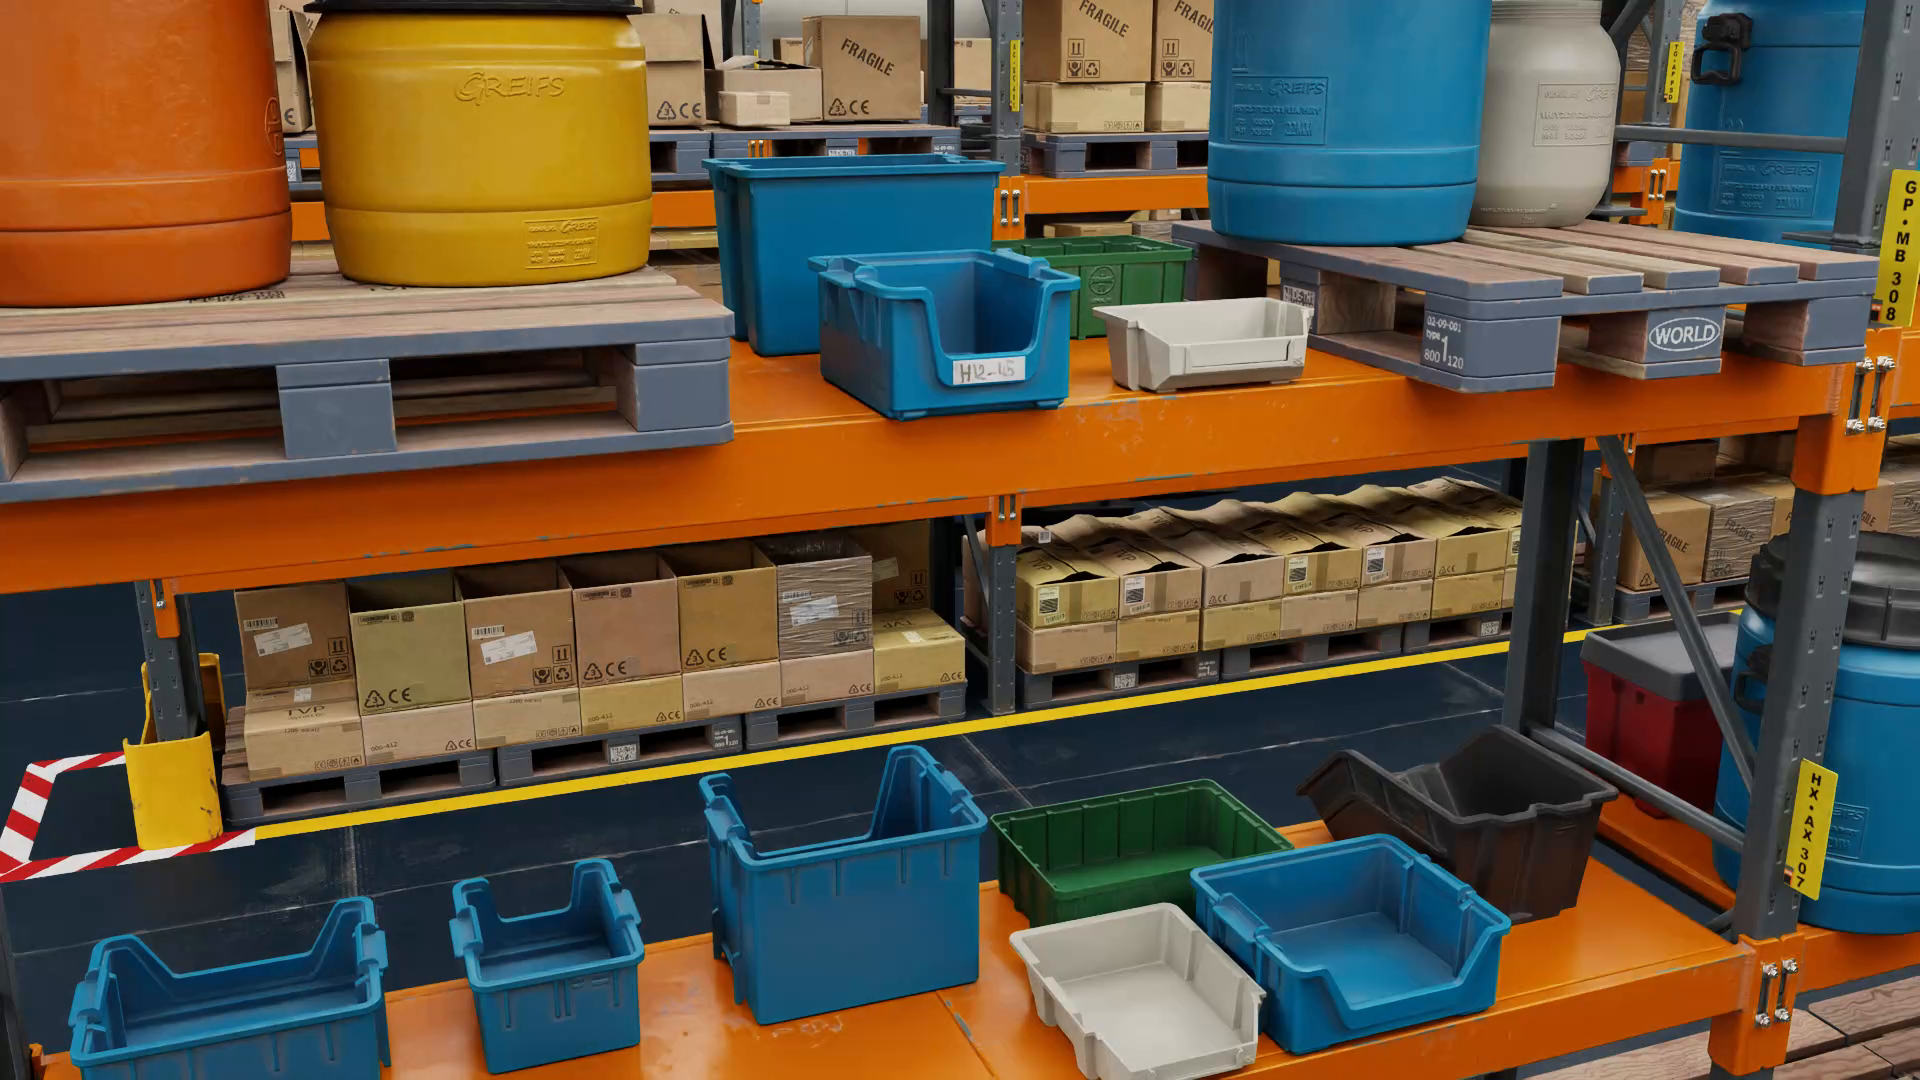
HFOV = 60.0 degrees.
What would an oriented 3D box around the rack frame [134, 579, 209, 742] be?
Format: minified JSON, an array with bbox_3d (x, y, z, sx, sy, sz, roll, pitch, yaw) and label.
[{"bbox_3d":[-3.675,-0.227,7.546,0.127,3.000,1.000,-6,17,-20],"label":"rack frame"}]

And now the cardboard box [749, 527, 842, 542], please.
[{"bbox_3d":[-0.949,0.145,9.085,0.500,0.500,0.500,-6,17,-20],"label":"cardboard box"}]

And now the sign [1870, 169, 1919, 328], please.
[{"bbox_3d":[2.016,-0.624,3.559,0.005,0.325,0.100,-6,17,-20],"label":"sign"}]

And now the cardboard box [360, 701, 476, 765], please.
[{"bbox_3d":[-2.629,0.844,8.034,0.500,0.250,0.500,-6,17,-20],"label":"cardboard box"}]

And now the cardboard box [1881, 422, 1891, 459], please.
[{"bbox_3d":[6.058,-0.722,11.559,0.500,0.250,0.500,-6,17,-20],"label":"cardboard box"}]

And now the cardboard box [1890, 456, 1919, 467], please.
[{"bbox_3d":[6.708,-0.275,11.368,0.500,0.500,0.500,-6,17,-20],"label":"cardboard box"}]

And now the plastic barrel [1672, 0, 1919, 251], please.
[{"bbox_3d":[2.227,-1.114,4.356,0.708,0.901,0.600,-6,17,-20],"label":"plastic barrel"}]

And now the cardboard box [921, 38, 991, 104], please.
[{"bbox_3d":[-0.025,-3.780,13.400,0.500,0.500,0.500,-7,18,-22],"label":"cardboard box"}]

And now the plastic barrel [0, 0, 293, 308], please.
[{"bbox_3d":[-1.497,-0.852,2.845,0.708,0.830,0.600,-6,17,-20],"label":"plastic barrel"}]

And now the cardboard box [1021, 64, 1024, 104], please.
[{"bbox_3d":[0.776,-3.728,13.928,0.637,0.503,0.797,-4,17,-12],"label":"cardboard box"}]

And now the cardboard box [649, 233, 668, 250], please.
[{"bbox_3d":[-2.510,-2.049,12.653,0.500,0.500,0.500,-6,17,-20],"label":"cardboard box"}]

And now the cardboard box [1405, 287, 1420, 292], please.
[{"bbox_3d":[4.086,-2.380,15.288,0.250,0.149,0.380,-6,17,-18],"label":"cardboard box"}]

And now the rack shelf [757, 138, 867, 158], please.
[{"bbox_3d":[0.152,-3.228,13.722,4.000,0.370,1.077,-6,17,-20],"label":"rack shelf"}]

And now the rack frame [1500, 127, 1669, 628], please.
[{"bbox_3d":[3.796,-1.033,10.293,0.127,3.000,1.000,-6,17,-20],"label":"rack frame"}]

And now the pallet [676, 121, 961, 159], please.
[{"bbox_3d":[-0.727,-1.934,8.193,1.213,0.211,1.003,-6,17,-20],"label":"pallet"}]

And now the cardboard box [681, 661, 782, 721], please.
[{"bbox_3d":[-1.226,0.694,8.545,0.500,0.250,0.500,-6,17,-20],"label":"cardboard box"}]

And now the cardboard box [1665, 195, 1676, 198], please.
[{"bbox_3d":[7.627,-3.082,16.737,0.700,0.700,0.980,-7,18,-23],"label":"cardboard box"}]

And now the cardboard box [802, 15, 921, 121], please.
[{"bbox_3d":[-0.504,-2.404,8.467,0.500,0.500,0.500,-5,17,-16],"label":"cardboard box"}]

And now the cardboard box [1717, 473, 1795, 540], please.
[{"bbox_3d":[5.280,-0.119,10.836,0.500,0.500,0.500,-6,18,-21],"label":"cardboard box"}]

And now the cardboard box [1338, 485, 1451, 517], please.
[{"bbox_3d":[2.714,-0.154,10.437,0.500,0.311,0.500,-7,18,-21],"label":"cardboard box"}]

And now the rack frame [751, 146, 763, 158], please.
[{"bbox_3d":[-1.715,-1.933,13.356,0.127,3.000,1.000,-6,17,-20],"label":"rack frame"}]

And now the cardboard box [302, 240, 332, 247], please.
[{"bbox_3d":[-4.613,-1.979,12.412,0.500,0.500,0.500,-6,17,-19],"label":"cardboard box"}]

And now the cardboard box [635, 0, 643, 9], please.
[{"bbox_3d":[-2.597,-3.729,12.162,0.500,0.500,0.500,-5,17,-17],"label":"cardboard box"}]

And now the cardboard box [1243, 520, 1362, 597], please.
[{"bbox_3d":[1.971,0.087,9.616,0.500,0.311,0.500,-6,17,-19],"label":"cardboard box"}]

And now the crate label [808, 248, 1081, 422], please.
[{"bbox_3d":[-0.040,-0.393,3.052,0.408,0.251,0.502,-6,17,-20],"label":"crate label"}]

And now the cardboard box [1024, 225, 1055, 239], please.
[{"bbox_3d":[0.429,-2.414,14.036,0.500,0.500,0.700,-6,17,-20],"label":"cardboard box"}]

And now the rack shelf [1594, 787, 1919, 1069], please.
[{"bbox_3d":[3.697,0.817,5.268,4.000,0.370,1.077,-6,17,-20],"label":"rack shelf"}]

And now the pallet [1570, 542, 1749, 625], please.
[{"bbox_3d":[4.506,0.240,10.908,1.213,0.211,1.003,-6,17,-20],"label":"pallet"}]

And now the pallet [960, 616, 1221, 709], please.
[{"bbox_3d":[0.735,0.624,9.600,1.213,0.211,1.003,-6,17,-20],"label":"pallet"}]

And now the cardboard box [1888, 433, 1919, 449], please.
[{"bbox_3d":[6.992,-0.463,12.008,0.500,0.500,0.500,-7,18,-23],"label":"cardboard box"}]

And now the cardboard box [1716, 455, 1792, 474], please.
[{"bbox_3d":[5.556,-0.308,11.477,0.500,0.500,0.500,-7,18,-22],"label":"cardboard box"}]

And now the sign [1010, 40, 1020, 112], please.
[{"bbox_3d":[0.261,-2.209,7.916,0.005,0.325,0.100,-6,17,-20],"label":"sign"}]

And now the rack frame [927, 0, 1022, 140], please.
[{"bbox_3d":[0.061,-3.508,8.074,0.127,3.000,1.000,-6,17,-20],"label":"rack frame"}]

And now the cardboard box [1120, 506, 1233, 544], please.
[{"bbox_3d":[1.287,-0.001,9.918,0.500,0.311,0.500,-6,17,-20],"label":"cardboard box"}]

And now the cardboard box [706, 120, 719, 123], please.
[{"bbox_3d":[-2.101,-3.313,12.521,0.500,0.500,0.500,-6,17,-19],"label":"cardboard box"}]

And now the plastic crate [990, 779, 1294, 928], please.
[{"bbox_3d":[0.461,0.838,4.297,0.662,0.188,0.450,-6,17,-20],"label":"plastic crate"}]

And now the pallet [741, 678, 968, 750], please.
[{"bbox_3d":[-0.697,0.777,9.077,1.213,0.211,1.003,-6,17,-20],"label":"pallet"}]

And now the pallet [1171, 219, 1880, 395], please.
[{"bbox_3d":[1.191,-0.576,3.749,1.003,0.211,1.213,-6,17,-20],"label":"pallet"}]

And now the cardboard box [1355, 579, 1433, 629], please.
[{"bbox_3d":[2.441,0.305,9.872,0.500,0.250,0.500,-6,17,-19],"label":"cardboard box"}]

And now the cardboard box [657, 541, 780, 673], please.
[{"bbox_3d":[-1.231,0.331,8.451,0.500,0.500,0.500,-6,17,-20],"label":"cardboard box"}]

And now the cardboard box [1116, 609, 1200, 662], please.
[{"bbox_3d":[1.004,0.461,9.338,0.500,0.250,0.500,-6,17,-19],"label":"cardboard box"}]

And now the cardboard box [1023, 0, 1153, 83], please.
[{"bbox_3d":[0.651,-2.610,8.529,0.500,0.500,0.500,-6,17,-19],"label":"cardboard box"}]

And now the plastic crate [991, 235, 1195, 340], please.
[{"bbox_3d":[0.259,-0.576,3.790,0.450,0.188,0.336,-6,17,-20],"label":"plastic crate"}]

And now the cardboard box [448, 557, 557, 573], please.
[{"bbox_3d":[-2.352,0.294,8.576,0.500,0.500,0.500,-6,17,-20],"label":"cardboard box"}]

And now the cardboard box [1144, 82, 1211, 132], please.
[{"bbox_3d":[1.151,-2.314,8.853,0.500,0.250,0.500,-8,18,-25],"label":"cardboard box"}]

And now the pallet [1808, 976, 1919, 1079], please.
[{"bbox_3d":[3.690,1.798,5.600,1.213,0.211,1.003,-6,17,-20],"label":"pallet"}]

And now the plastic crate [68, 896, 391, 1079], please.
[{"bbox_3d":[-1.545,1.019,3.568,0.616,0.251,0.499,-6,17,-20],"label":"plastic crate"}]

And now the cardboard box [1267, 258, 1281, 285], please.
[{"bbox_3d":[2.565,-2.518,14.608,0.500,0.500,0.500,-6,17,-18],"label":"cardboard box"}]

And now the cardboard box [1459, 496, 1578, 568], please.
[{"bbox_3d":[3.395,-0.067,10.141,0.500,0.311,0.500,-6,17,-19],"label":"cardboard box"}]

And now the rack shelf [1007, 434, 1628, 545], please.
[{"bbox_3d":[1.928,-0.486,9.707,4.000,0.370,1.077,-6,17,-20],"label":"rack shelf"}]

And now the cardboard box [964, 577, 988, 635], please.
[{"bbox_3d":[0.344,0.370,9.650,0.500,0.250,0.500,-6,18,-21],"label":"cardboard box"}]

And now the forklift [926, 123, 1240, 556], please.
[{"bbox_3d":[0.668,-1.424,11.745,3.031,2.935,1.130,-3,17,-9],"label":"forklift"}]

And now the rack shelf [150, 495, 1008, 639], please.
[{"bbox_3d":[-1.807,-0.083,8.334,4.000,0.370,1.077,-6,17,-20],"label":"rack shelf"}]

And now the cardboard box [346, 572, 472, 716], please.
[{"bbox_3d":[-2.628,0.485,7.927,0.500,0.500,0.500,-6,17,-20],"label":"cardboard box"}]

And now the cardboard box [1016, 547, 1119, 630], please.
[{"bbox_3d":[0.536,0.243,9.087,0.500,0.311,0.500,-6,17,-20],"label":"cardboard box"}]

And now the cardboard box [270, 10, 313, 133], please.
[{"bbox_3d":[-3.136,-2.041,7.223,0.637,0.503,0.797,-5,17,-16],"label":"cardboard box"}]

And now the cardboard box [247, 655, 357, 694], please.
[{"bbox_3d":[-3.280,0.759,8.323,0.500,0.250,0.500,-6,17,-20],"label":"cardboard box"}]
